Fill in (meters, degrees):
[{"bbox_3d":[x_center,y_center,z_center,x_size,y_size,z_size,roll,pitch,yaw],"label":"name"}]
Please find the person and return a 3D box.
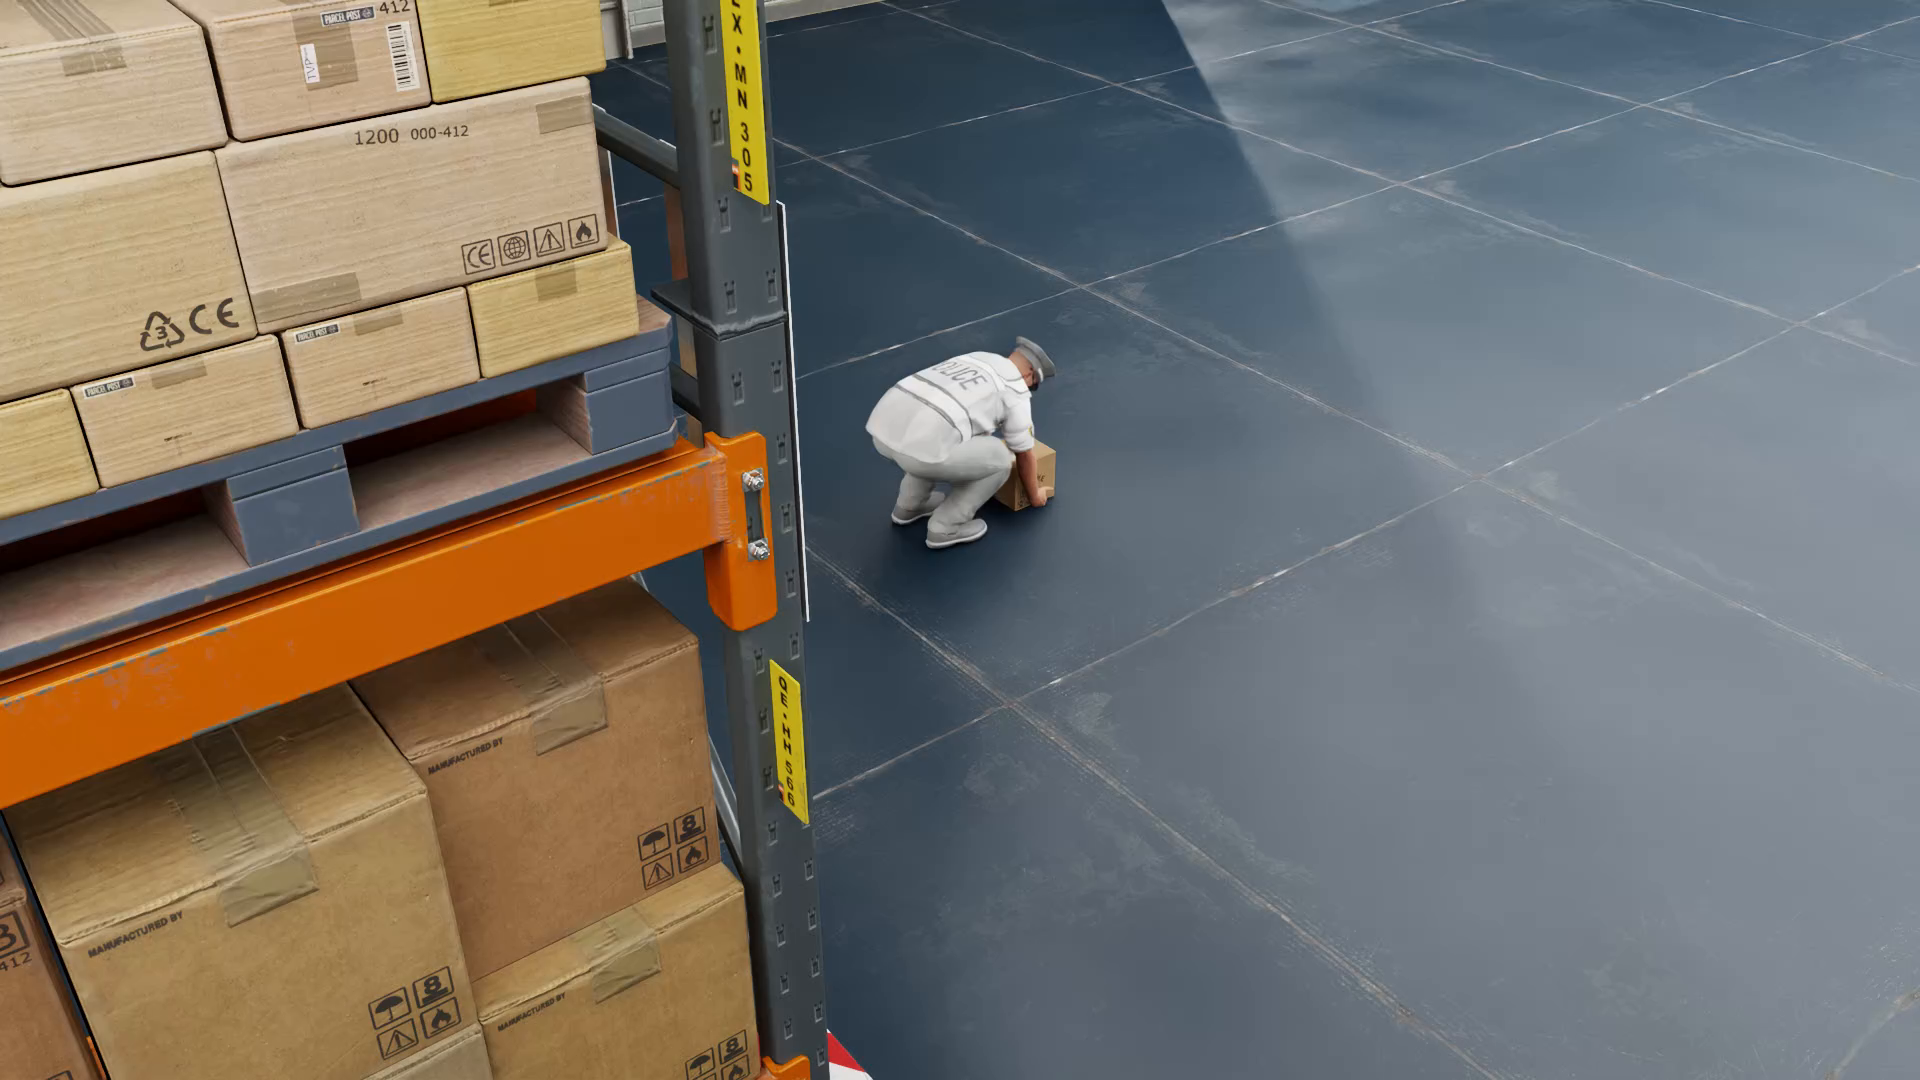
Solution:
[{"bbox_3d":[0.040,-0.456,7.784,1.029,0.815,0.530,-23,39,-32],"label":"person"}]
